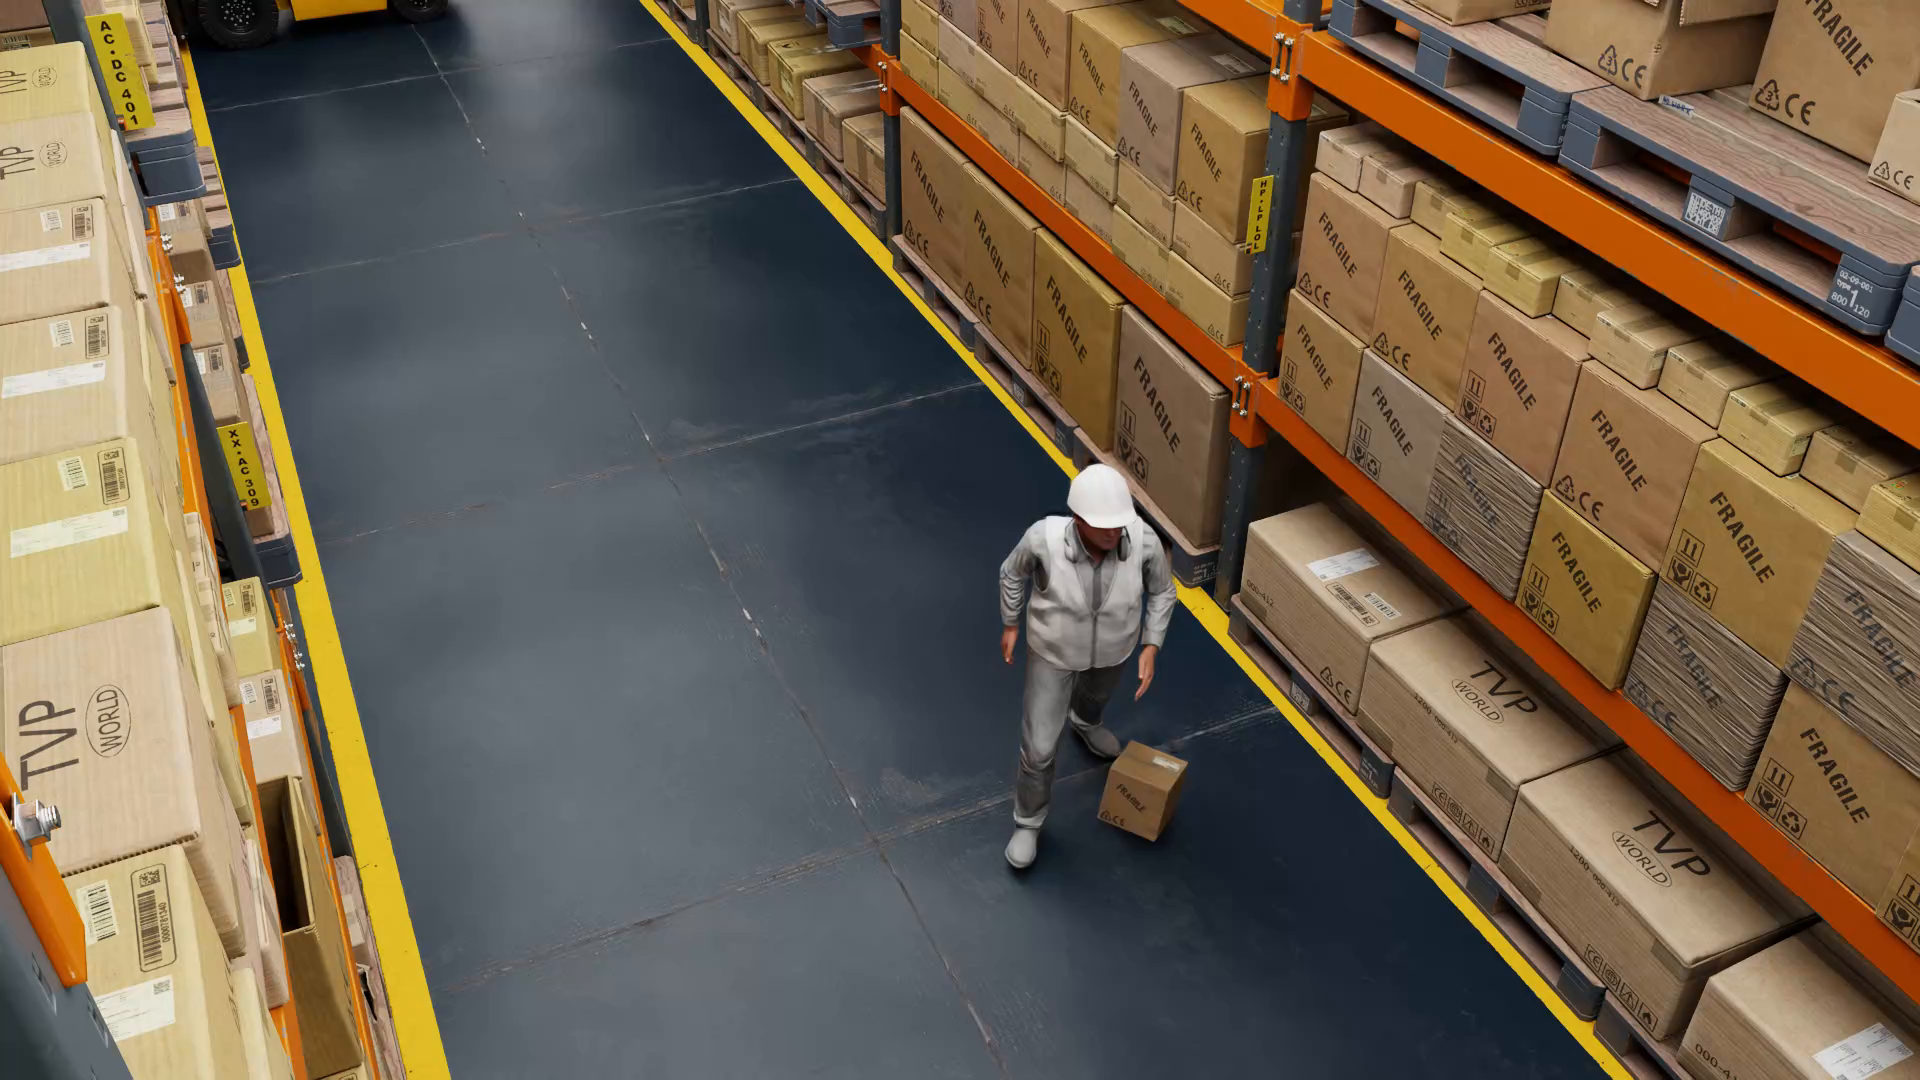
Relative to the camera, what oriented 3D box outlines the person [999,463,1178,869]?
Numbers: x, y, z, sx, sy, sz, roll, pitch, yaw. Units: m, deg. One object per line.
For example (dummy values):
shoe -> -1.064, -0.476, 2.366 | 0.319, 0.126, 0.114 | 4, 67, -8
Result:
person -> 0.450, 0.365, 6.375 | 0.685, 1.718, 0.835 | -7, 38, -9
